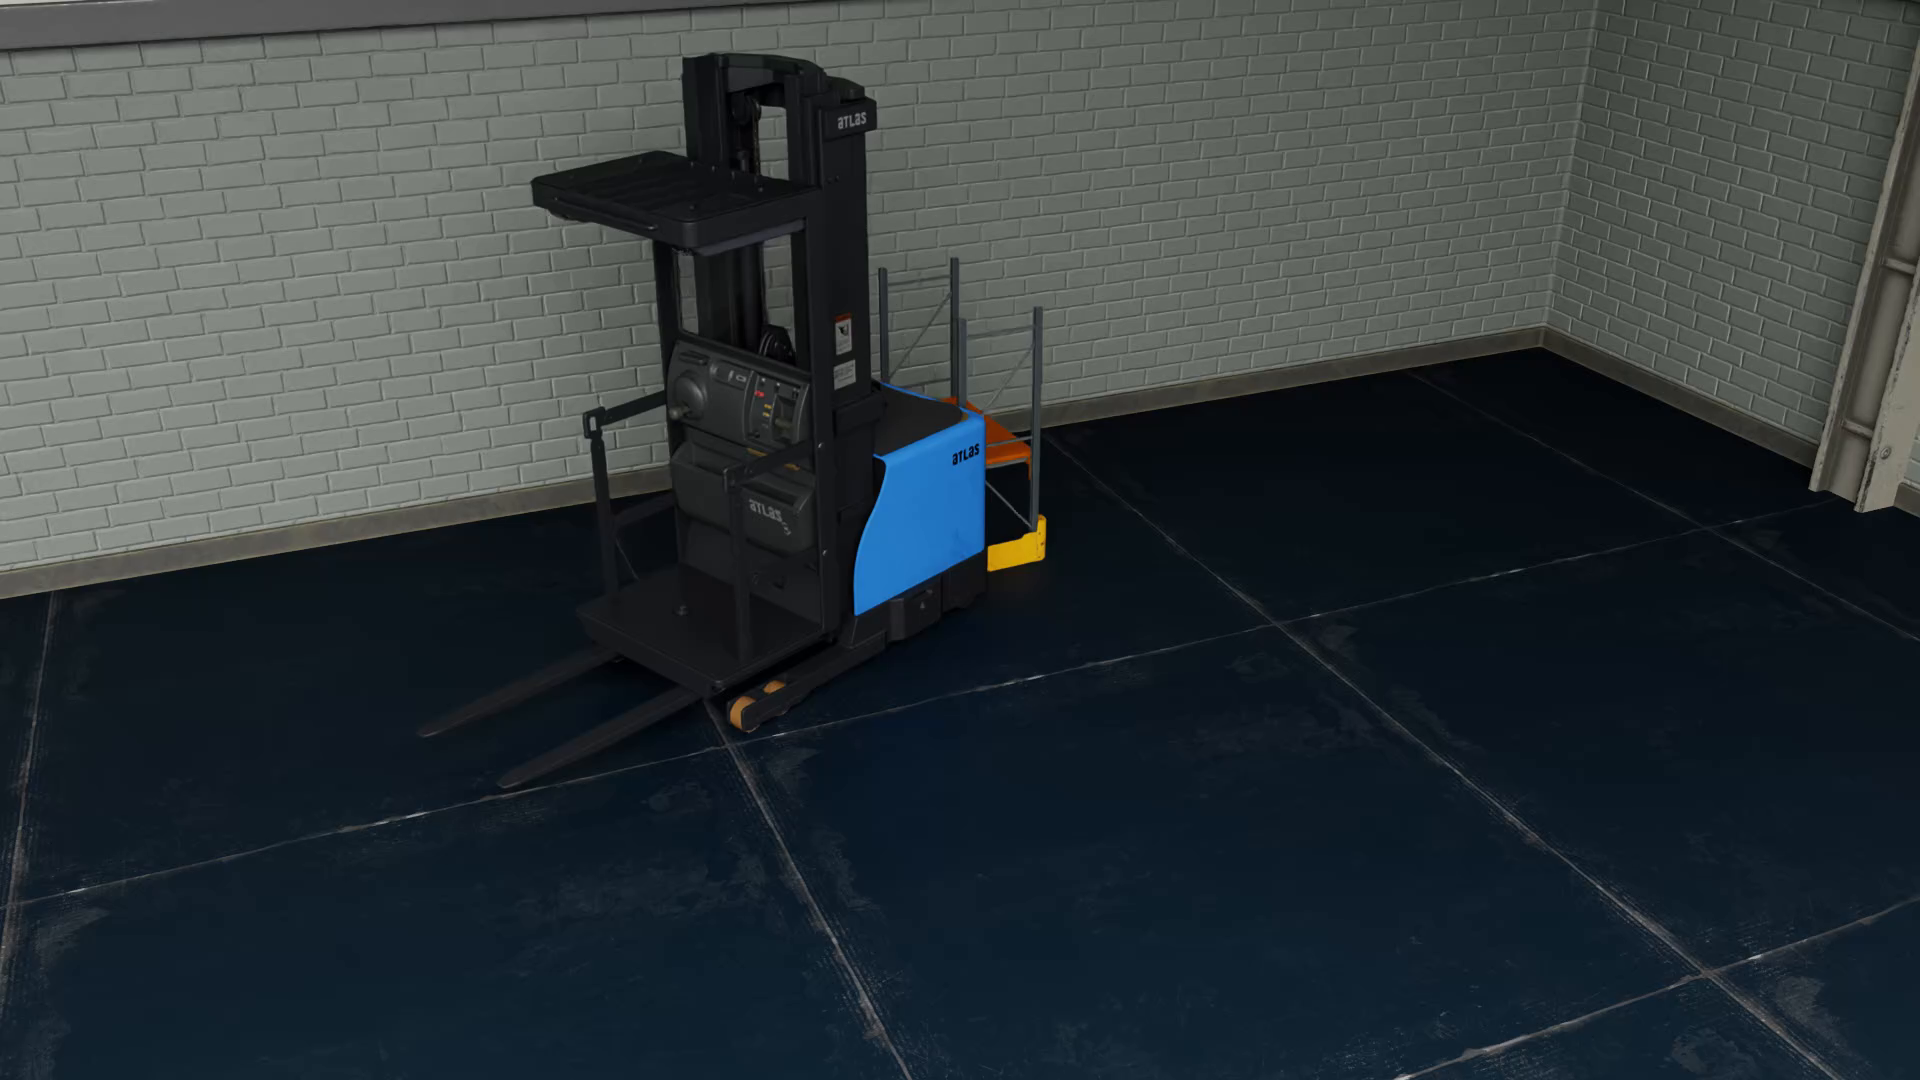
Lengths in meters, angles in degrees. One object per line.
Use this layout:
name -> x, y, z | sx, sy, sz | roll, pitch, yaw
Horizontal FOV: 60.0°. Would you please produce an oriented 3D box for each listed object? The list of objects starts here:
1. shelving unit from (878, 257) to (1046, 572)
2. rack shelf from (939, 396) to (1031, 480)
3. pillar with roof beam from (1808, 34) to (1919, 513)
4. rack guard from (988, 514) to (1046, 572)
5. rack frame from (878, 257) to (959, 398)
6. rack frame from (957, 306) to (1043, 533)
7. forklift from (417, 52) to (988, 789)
shelving unit -> -0.008, -0.723, 9.520 | 0.587, 1.500, 1.083 | -12, 29, -23
rack shelf -> -0.012, -0.565, 9.607 | 0.538, 0.185, 1.000 | -12, 29, -23
pillar with roof beam -> 1.565, -3.575, 6.815 | 9.100, 9.000, 0.400 | -11, 28, -21
rack guard -> 0.213, 0.035, 9.394 | 0.587, 0.250, 0.087 | -12, 29, -23
rack frame -> -0.237, -0.926, 9.937 | 0.500, 1.500, 0.032 | -12, 29, -23
rack frame -> 0.214, -0.526, 9.118 | 0.500, 1.500, 0.032 | -12, 29, -23
forklift -> -1.197, -0.657, 7.755 | 1.130, 2.935, 3.031 | 21, 33, 36
